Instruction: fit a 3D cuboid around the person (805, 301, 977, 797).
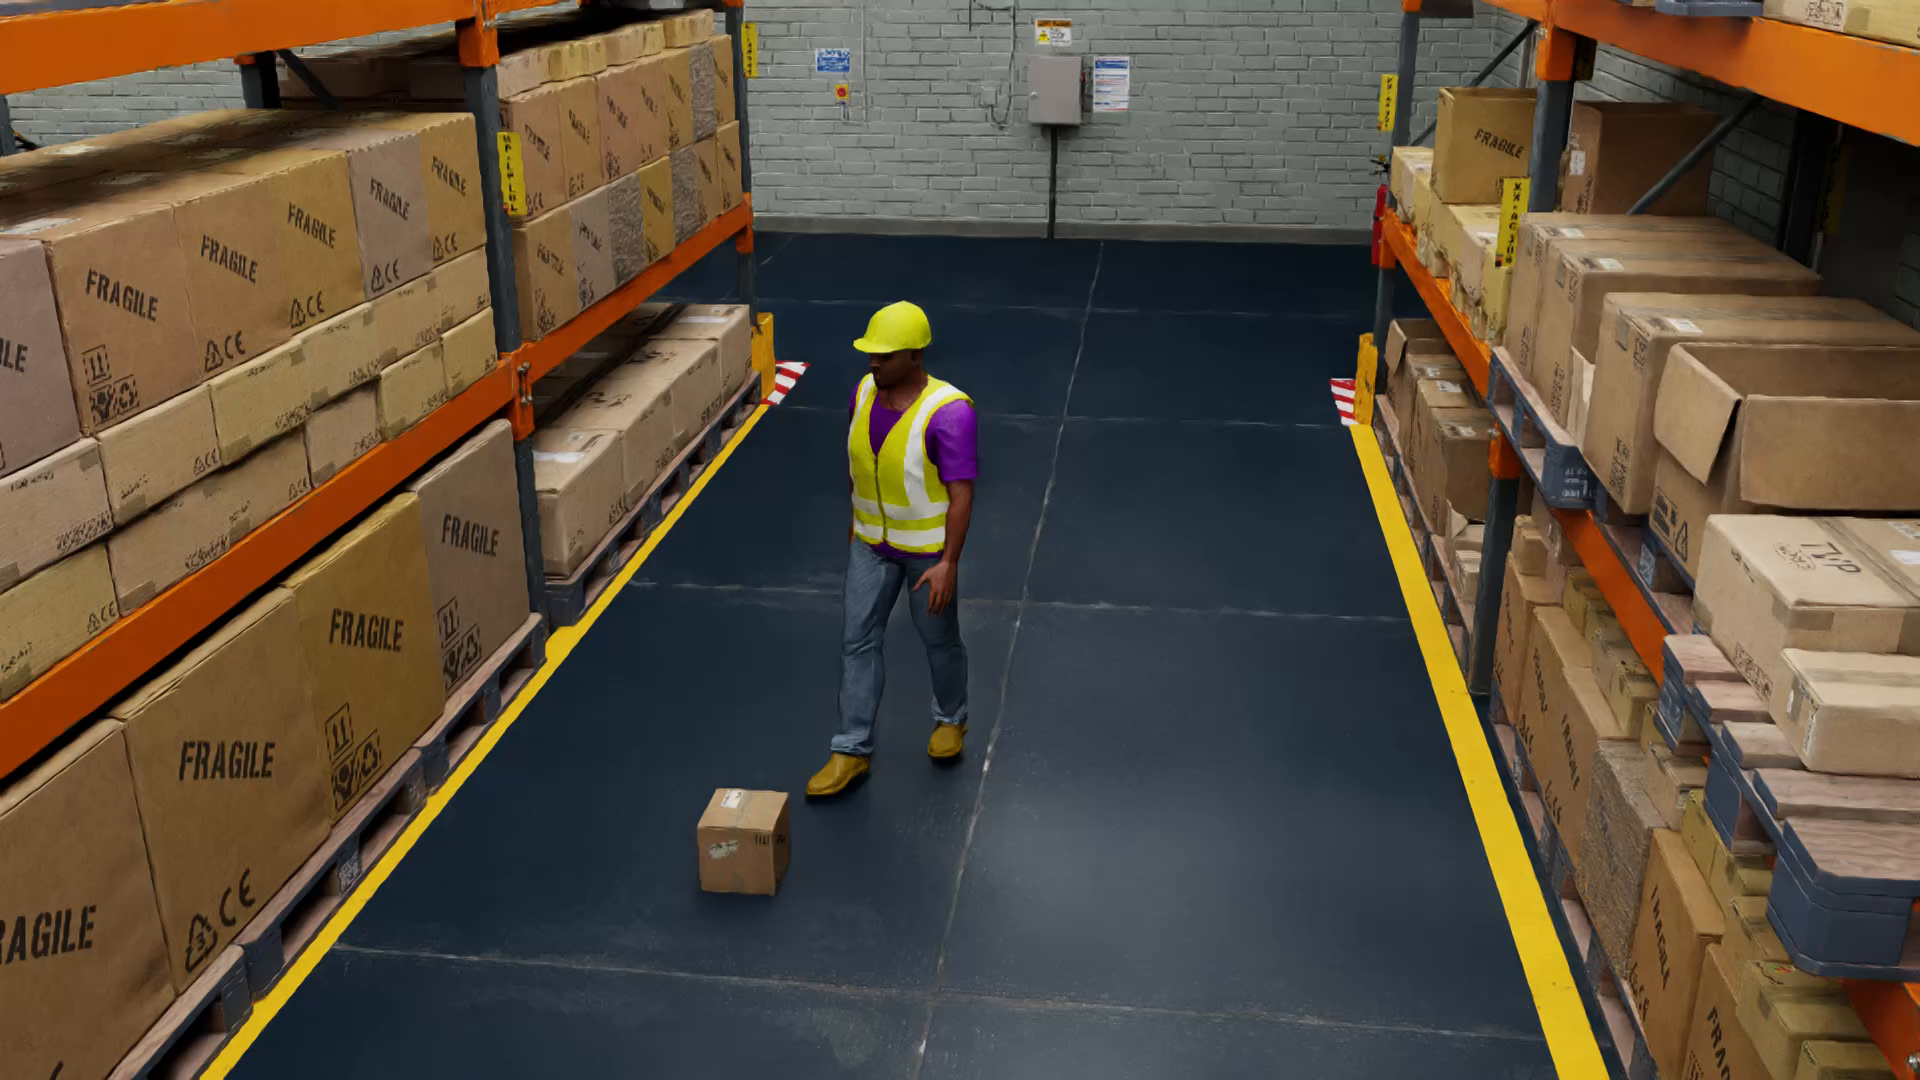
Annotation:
[{"bbox_3d":[-0.246,0.023,5.934,0.622,1.748,0.765,12,24,27],"label":"person"}]
